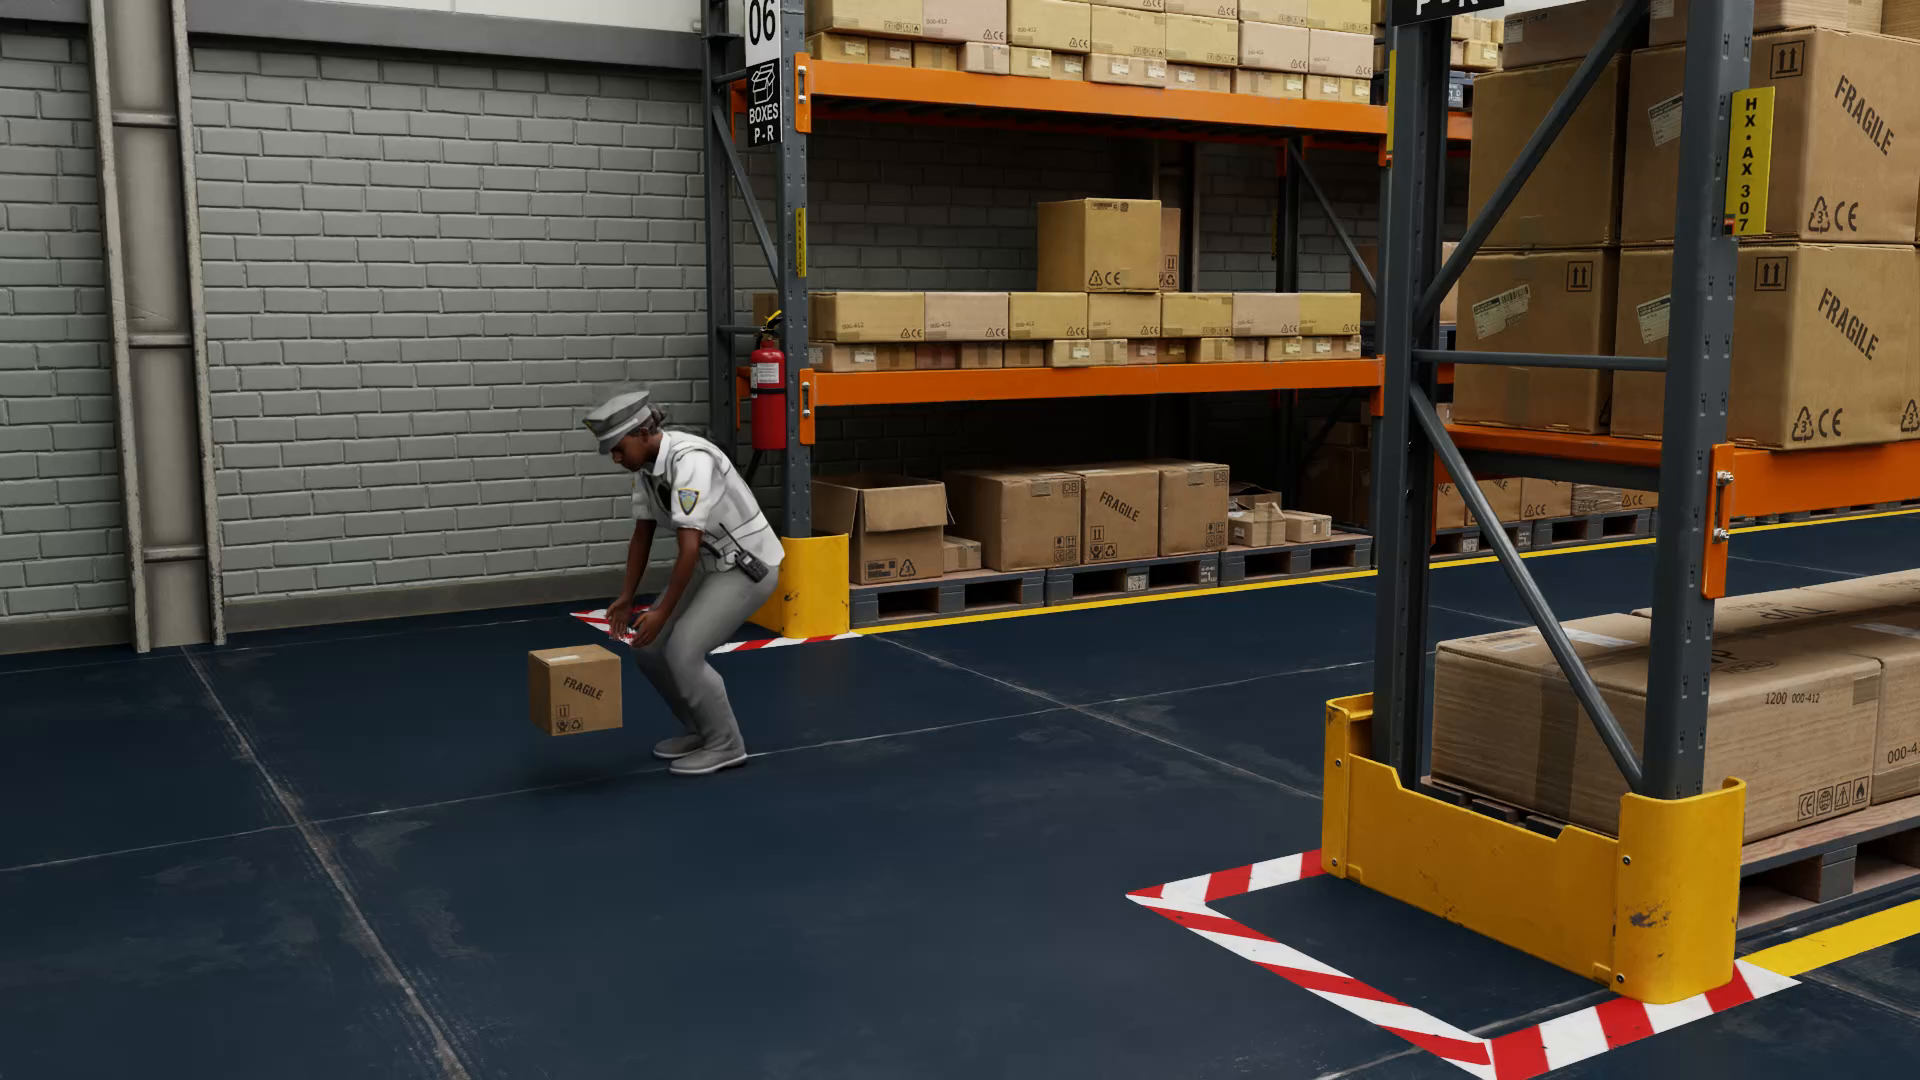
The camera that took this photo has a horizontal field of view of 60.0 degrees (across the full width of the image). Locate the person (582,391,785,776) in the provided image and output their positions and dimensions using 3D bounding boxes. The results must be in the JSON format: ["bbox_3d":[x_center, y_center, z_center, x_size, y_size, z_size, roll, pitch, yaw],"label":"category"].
[{"bbox_3d":[-0.969,0.146,5.912,0.724,1.360,0.496,-5,10,-31],"label":"person"}]
